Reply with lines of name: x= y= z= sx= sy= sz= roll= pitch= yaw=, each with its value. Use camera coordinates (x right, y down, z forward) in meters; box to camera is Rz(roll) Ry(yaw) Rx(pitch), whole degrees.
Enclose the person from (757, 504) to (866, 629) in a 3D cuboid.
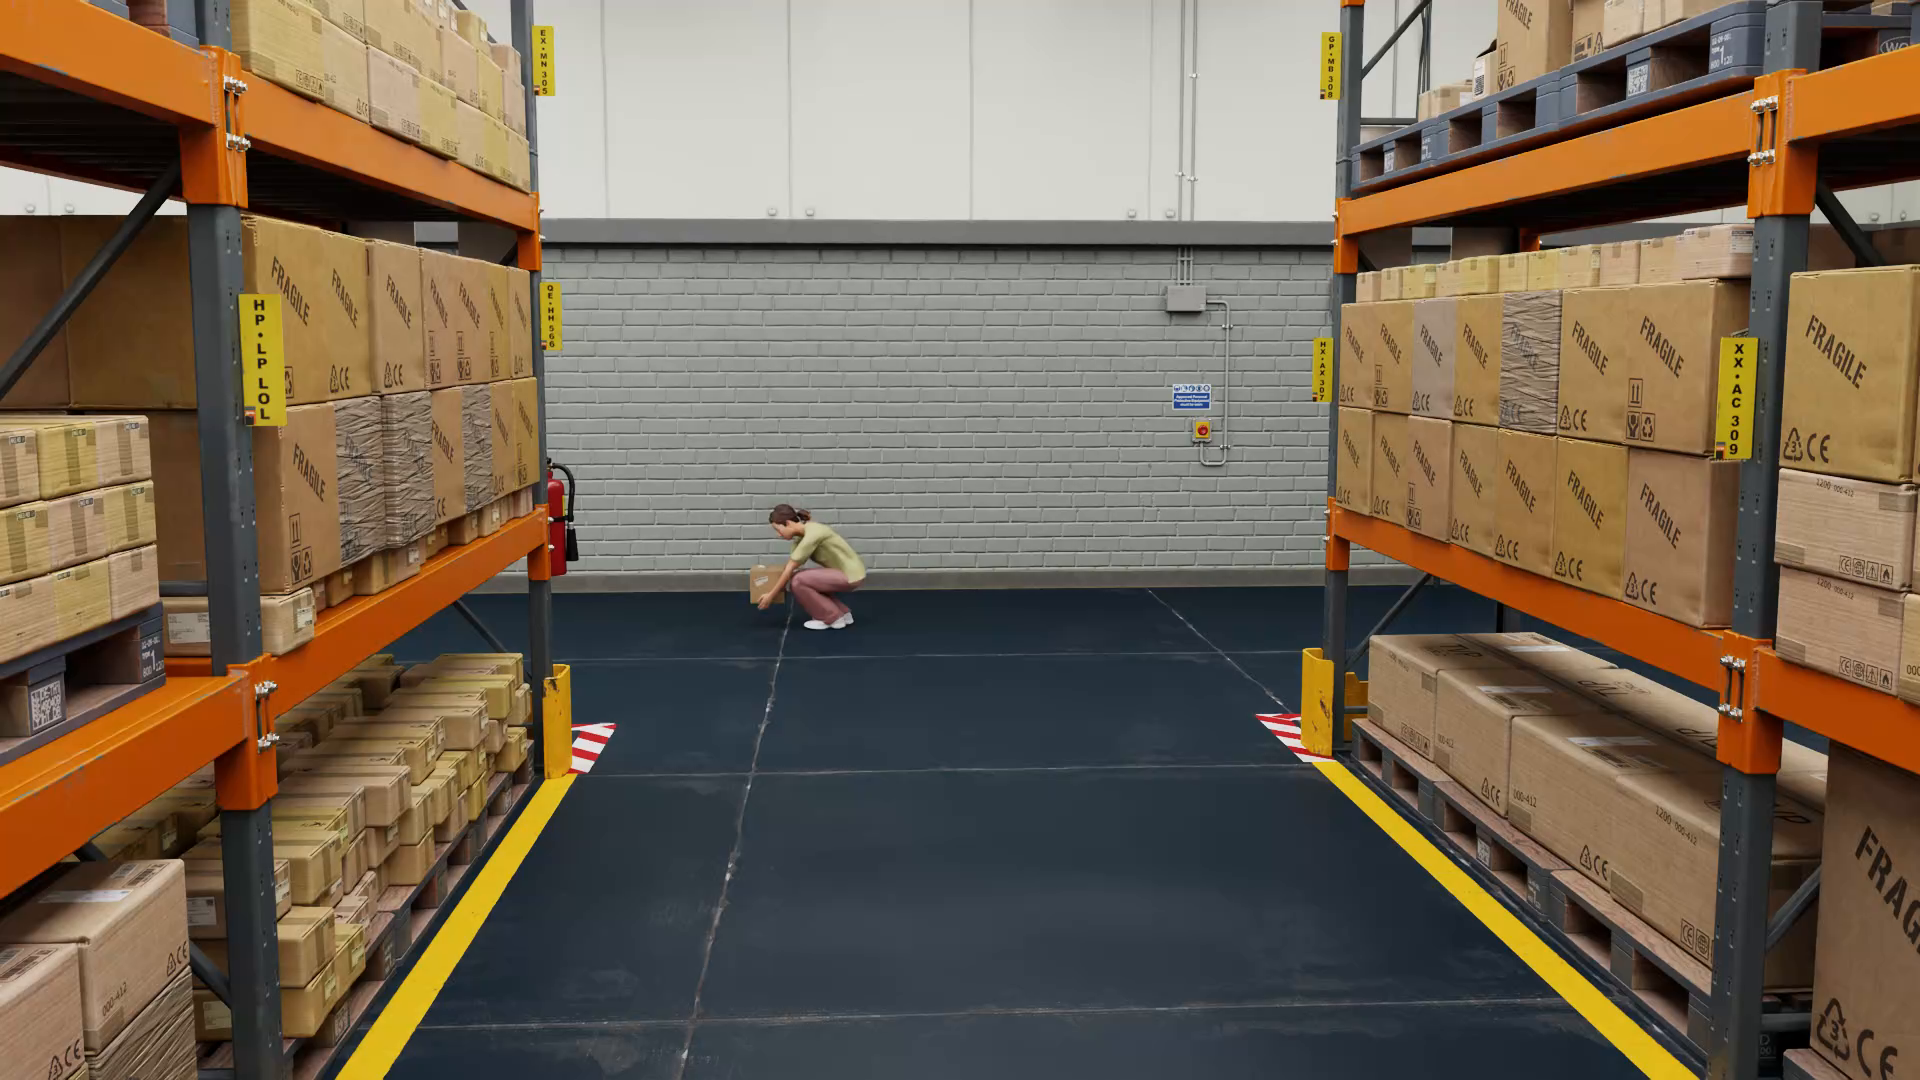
person: x=-1.095 y=0.190 z=12.315 sx=0.803 sy=0.931 sz=0.478 roll=0 pitch=7 yaw=-4
